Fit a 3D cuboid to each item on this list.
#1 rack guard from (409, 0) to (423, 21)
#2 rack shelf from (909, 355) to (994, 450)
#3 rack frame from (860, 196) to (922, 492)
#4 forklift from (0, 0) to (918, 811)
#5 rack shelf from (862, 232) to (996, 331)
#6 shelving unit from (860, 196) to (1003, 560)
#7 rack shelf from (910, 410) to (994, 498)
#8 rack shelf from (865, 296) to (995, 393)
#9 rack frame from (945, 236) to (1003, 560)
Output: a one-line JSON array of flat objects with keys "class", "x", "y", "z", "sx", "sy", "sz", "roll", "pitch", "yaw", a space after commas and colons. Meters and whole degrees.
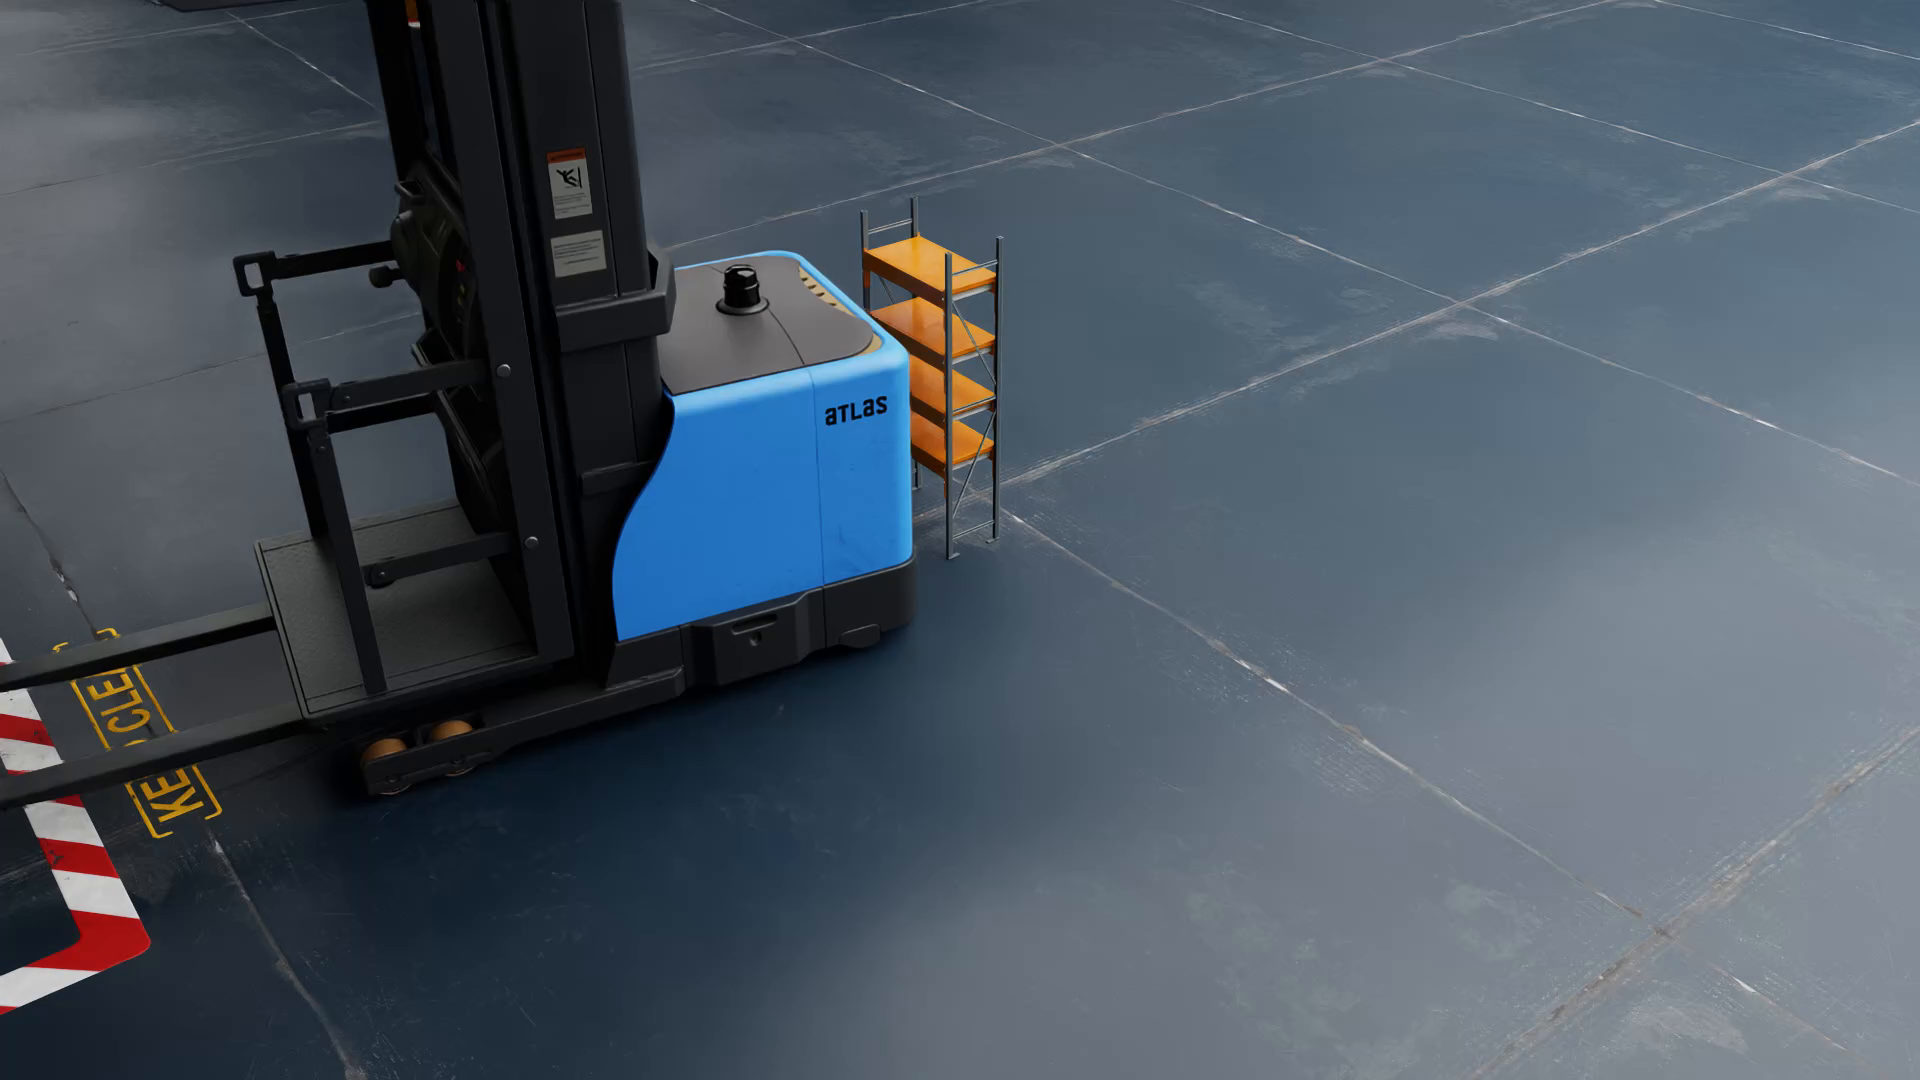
[{"class": "rack guard", "x": -3.719, "y": -4.376, "z": 12.821, "sx": 1.175, "sy": 0.500, "sz": 0.348, "roll": -22, "pitch": 38, "yaw": -31}, {"class": "rack shelf", "x": -0.101, "y": -0.522, "z": 6.080, "sx": 0.258, "sy": 0.148, "sz": 0.480, "roll": -22, "pitch": 38, "yaw": -31}, {"class": "rack frame", "x": -0.251, "y": -0.680, "z": 6.208, "sx": 0.240, "sy": 1.200, "sz": 0.015, "roll": -22, "pitch": 38, "yaw": -31}, {"class": "forklift", "x": -1.695, "y": -0.796, "z": 4.753, "sx": 3.031, "sy": 2.935, "sz": 1.130, "roll": -15, "pitch": 35, "yaw": -23}, {"class": "rack shelf", "x": -0.101, "y": -0.913, "z": 5.837, "sx": 0.258, "sy": 0.148, "sz": 0.480, "roll": -22, "pitch": 38, "yaw": -31}, {"class": "shelving unit", "x": -0.101, "y": -0.579, "z": 6.045, "sx": 0.258, "sy": 1.200, "sz": 0.503, "roll": -22, "pitch": 38, "yaw": -31}, {"class": "rack shelf", "x": -0.101, "y": -0.353, "z": 6.185, "sx": 0.258, "sy": 0.148, "sz": 0.480, "roll": -22, "pitch": 38, "yaw": -31}, {"class": "rack shelf", "x": -0.101, "y": -0.712, "z": 5.962, "sx": 0.258, "sy": 0.148, "sz": 0.480, "roll": -22, "pitch": 38, "yaw": -31}, {"class": "rack frame", "x": 0.048, "y": -0.477, "z": 5.881, "sx": 0.240, "sy": 1.200, "sz": 0.015, "roll": -22, "pitch": 38, "yaw": -31}]
